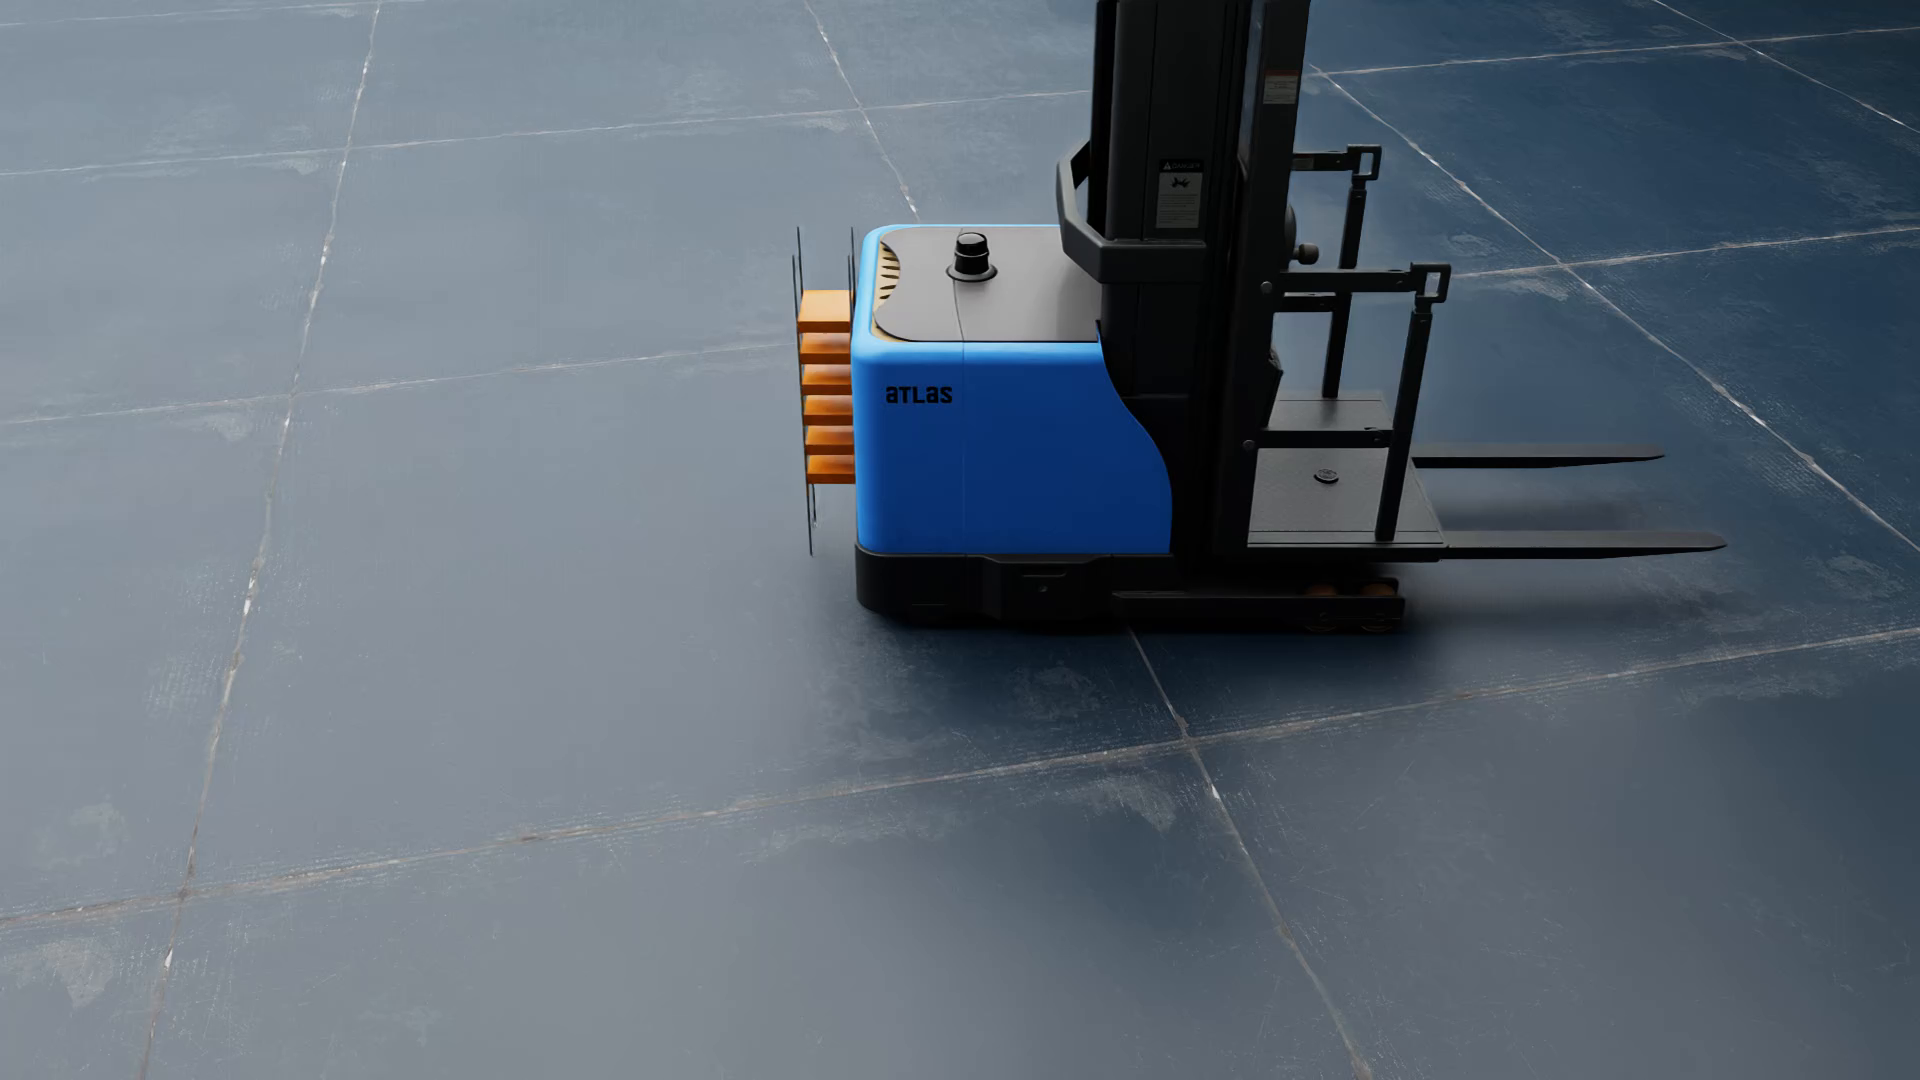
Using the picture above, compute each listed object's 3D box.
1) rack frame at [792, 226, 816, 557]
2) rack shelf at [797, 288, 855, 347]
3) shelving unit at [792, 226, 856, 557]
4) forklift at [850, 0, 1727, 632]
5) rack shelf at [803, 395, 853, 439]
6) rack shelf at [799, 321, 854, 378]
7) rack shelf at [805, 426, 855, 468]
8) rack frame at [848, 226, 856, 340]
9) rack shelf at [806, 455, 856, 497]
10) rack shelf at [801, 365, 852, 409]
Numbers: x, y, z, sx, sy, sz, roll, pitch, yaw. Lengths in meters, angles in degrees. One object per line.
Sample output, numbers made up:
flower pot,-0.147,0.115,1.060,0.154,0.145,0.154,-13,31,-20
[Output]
rack frame,-0.549,-0.503,5.886,0.006,1.200,0.240,0,34,0
rack shelf,-0.457,-0.765,5.710,0.180,0.103,0.258,0,34,0
shelving unit,-0.457,-0.503,5.886,0.189,1.200,0.258,0,34,0
forklift,1.155,-1.198,5.367,3.031,2.935,1.130,0,34,0
rack shelf,-0.457,-0.466,5.911,0.180,0.103,0.258,0,34,0
rack shelf,-0.457,-0.666,5.777,0.180,0.103,0.258,0,34,0
rack shelf,-0.457,-0.367,5.978,0.180,0.103,0.258,0,34,0
rack frame,-0.366,-0.503,5.886,0.006,1.200,0.240,0,34,0
rack shelf,-0.457,-0.267,6.044,0.180,0.103,0.258,0,34,0
rack shelf,-0.457,-0.566,5.844,0.180,0.103,0.258,0,34,0
